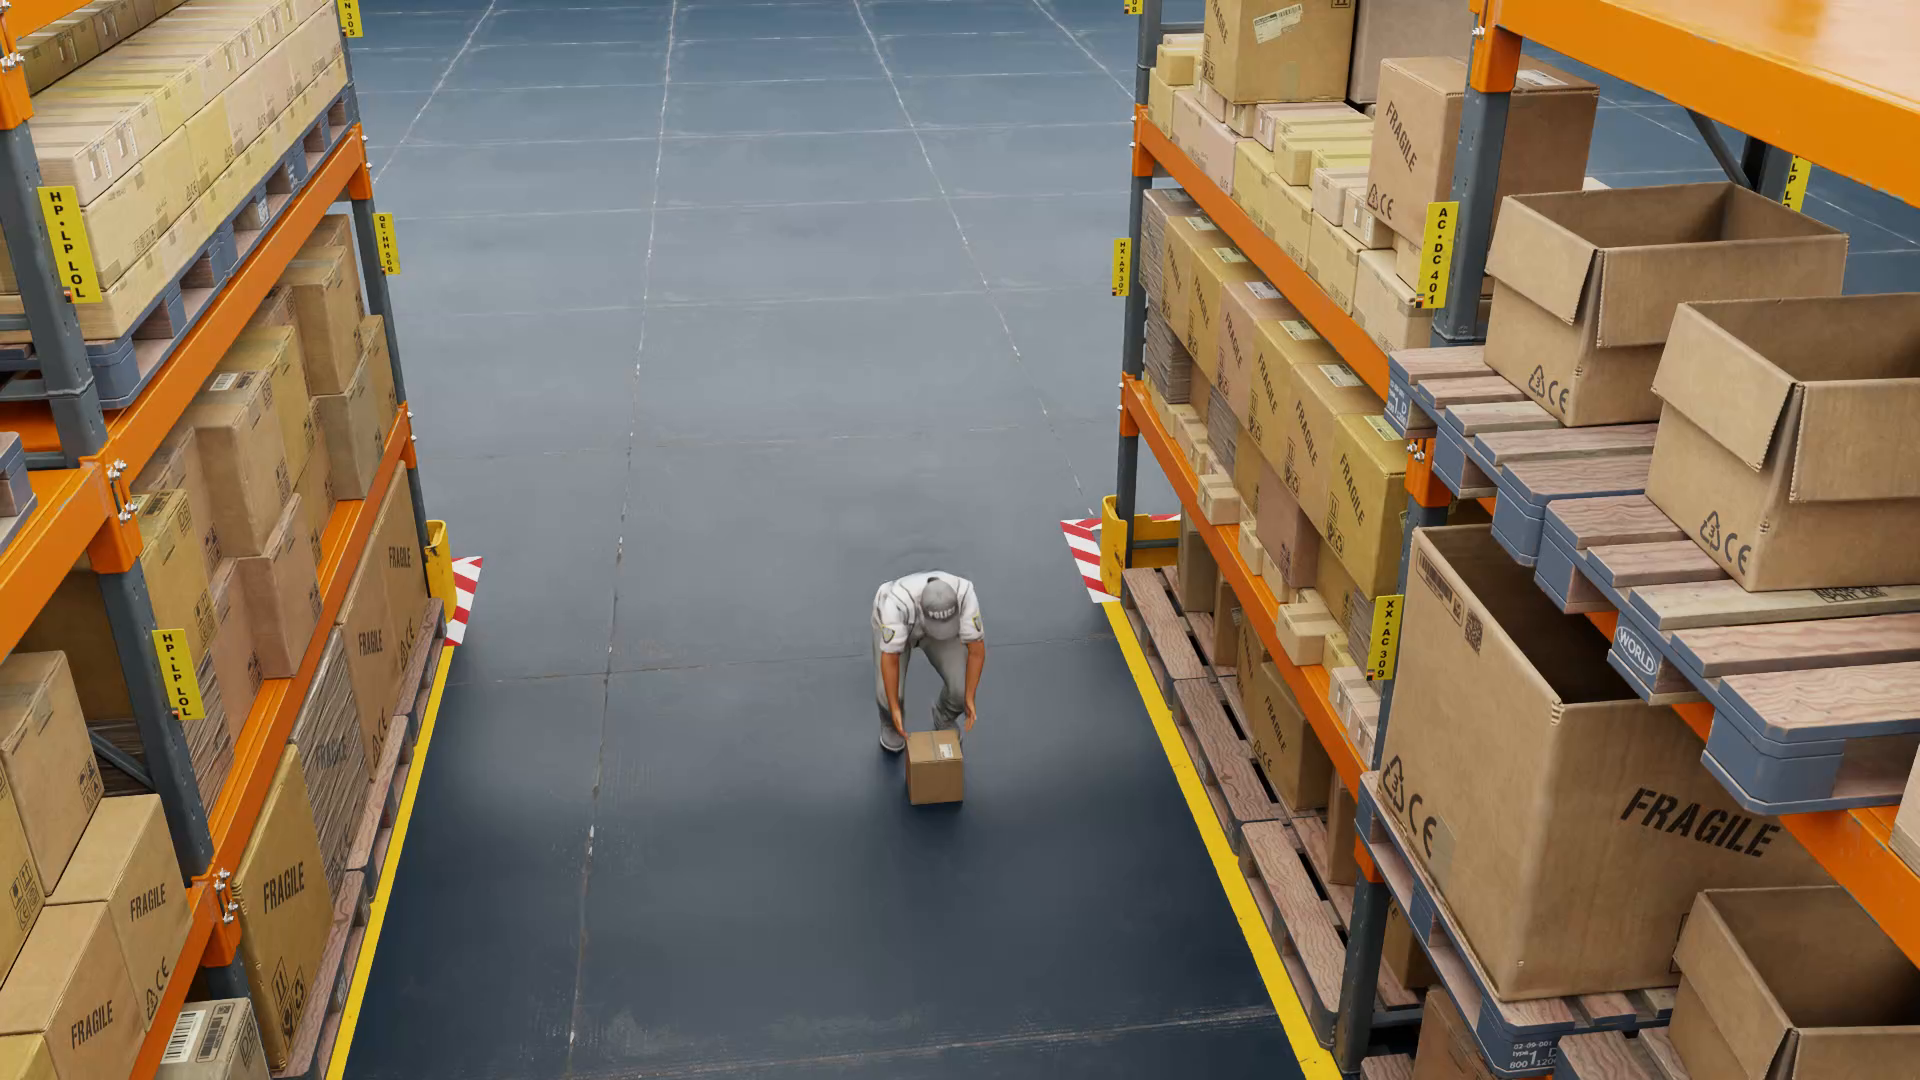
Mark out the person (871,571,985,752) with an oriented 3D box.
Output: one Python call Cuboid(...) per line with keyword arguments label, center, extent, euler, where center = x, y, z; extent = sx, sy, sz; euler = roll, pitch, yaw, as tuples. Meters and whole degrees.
Cuboid(label="person", center=(-0.165, 0.549, 8.183), extent=(0.537, 1.094, 0.834), euler=(-4, 28, -7))
